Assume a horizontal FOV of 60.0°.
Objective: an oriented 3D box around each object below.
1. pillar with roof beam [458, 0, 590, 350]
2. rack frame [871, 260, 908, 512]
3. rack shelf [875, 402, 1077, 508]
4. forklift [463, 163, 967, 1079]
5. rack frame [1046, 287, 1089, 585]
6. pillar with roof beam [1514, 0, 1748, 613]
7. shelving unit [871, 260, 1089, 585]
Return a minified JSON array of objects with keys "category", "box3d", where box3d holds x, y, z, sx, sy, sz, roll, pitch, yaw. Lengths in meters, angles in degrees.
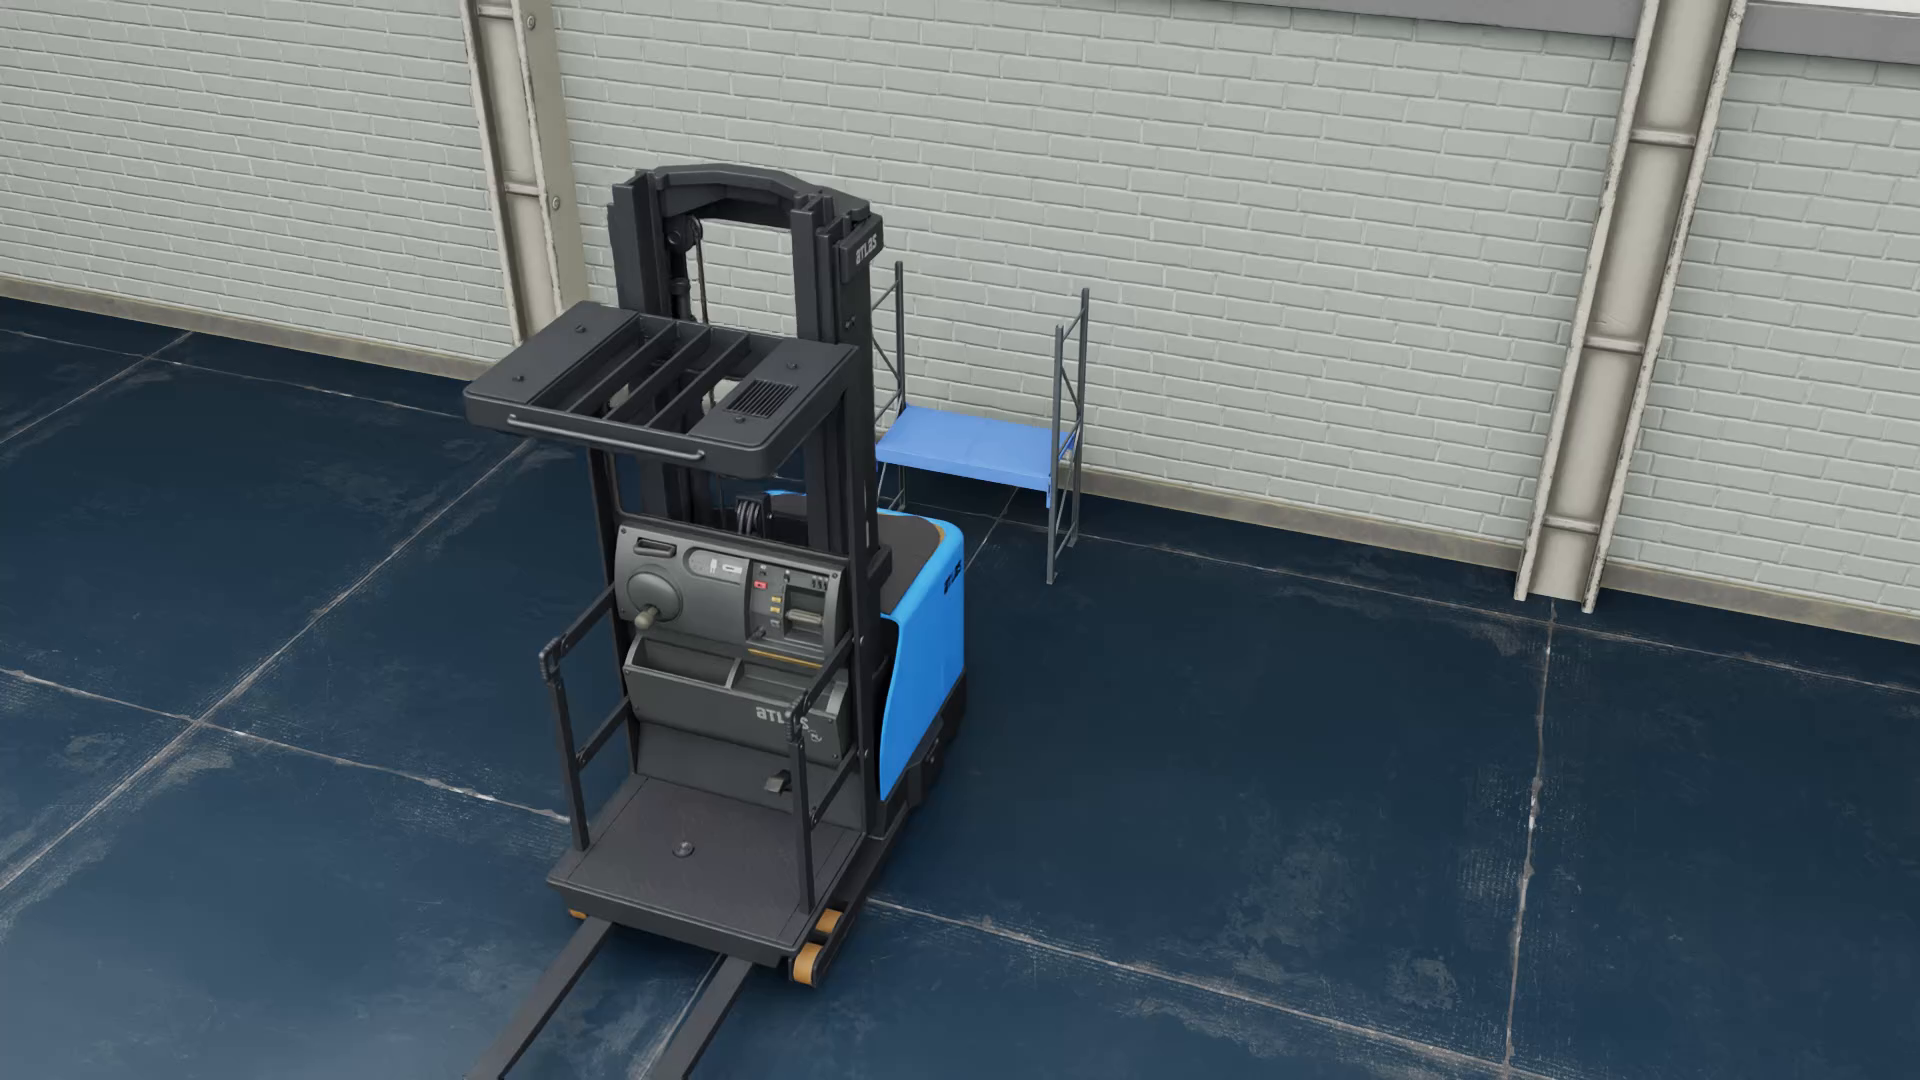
[{"category":"pillar with roof beam","box3d":[-3.952,-2.413,4.659,0.400,9.000,9.100,11,34,16]},{"category":"rack frame","box3d":[-0.398,-0.707,8.931,0.032,1.500,0.500,11,34,16]},{"category":"rack shelf","box3d":[0.080,-0.463,8.885,1.000,0.185,0.538,11,34,16]},{"category":"forklift","box3d":[-0.955,0.257,6.118,1.130,2.935,3.031,11,35,17]},{"category":"rack frame","box3d":[0.559,-0.521,8.643,0.032,1.500,0.500,11,34,16]},{"category":"pillar with roof beam","box3d":[1.696,-1.315,2.958,0.400,9.000,9.100,11,34,16]},{"category":"shelving unit","box3d":[0.080,-0.614,8.787,1.048,1.500,0.538,11,34,16]}]
